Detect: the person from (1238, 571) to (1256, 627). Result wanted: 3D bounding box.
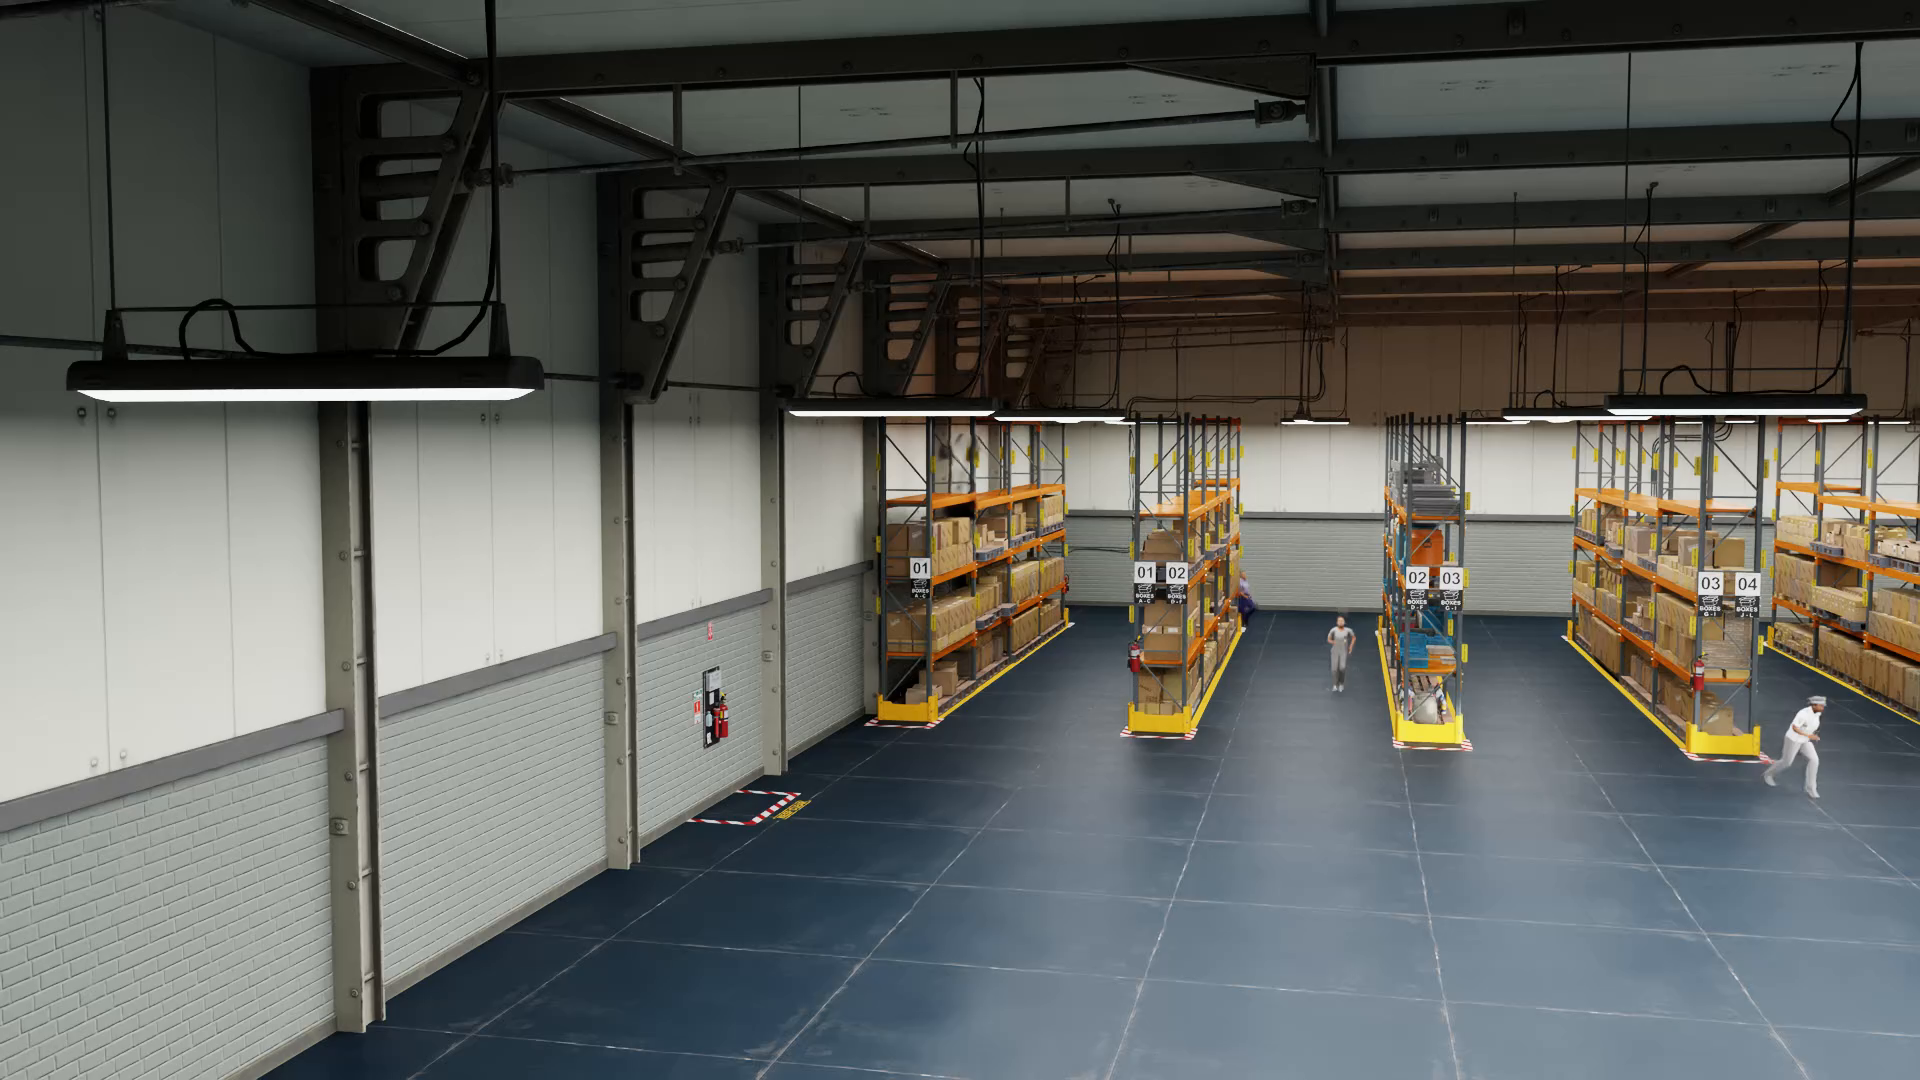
[{"bbox_3d":[8.154,1.686,47.717,0.604,1.618,0.623,3,5,39],"label":"person"}]

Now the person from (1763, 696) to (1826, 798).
[{"bbox_3d":[13.080,3.202,26.057,0.617,1.615,0.986,-2,5,-33],"label":"person"}]

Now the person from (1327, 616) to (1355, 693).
[{"bbox_3d":[8.228,2.468,35.955,0.585,1.661,0.662,1,4,18],"label":"person"}]
